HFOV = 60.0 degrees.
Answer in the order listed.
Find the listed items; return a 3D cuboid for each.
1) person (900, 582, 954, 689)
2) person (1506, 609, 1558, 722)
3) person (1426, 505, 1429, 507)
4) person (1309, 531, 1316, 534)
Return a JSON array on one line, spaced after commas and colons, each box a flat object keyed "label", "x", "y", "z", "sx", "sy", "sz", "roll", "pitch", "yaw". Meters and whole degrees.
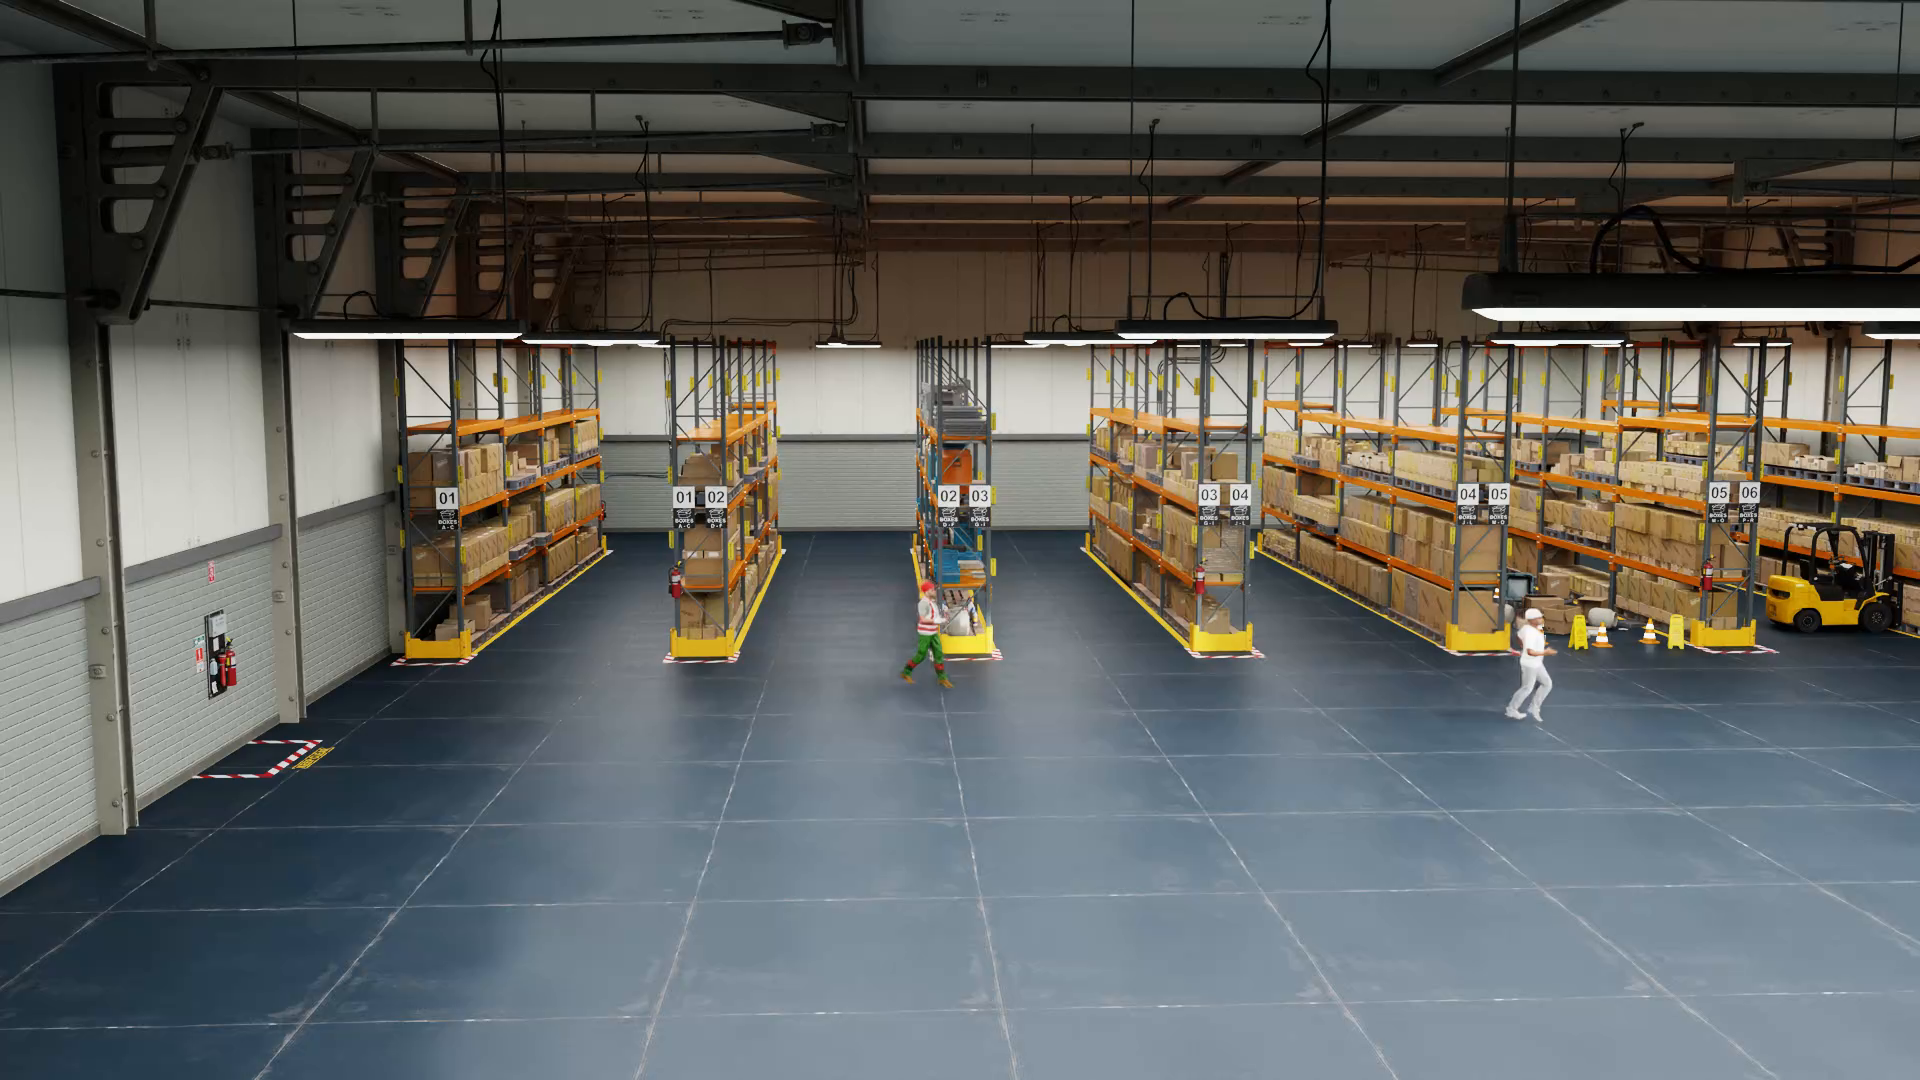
[{"label": "person", "x": -0.558, "y": 1.608, "z": 28.234, "sx": 0.943, "sy": 1.818, "sz": 0.671, "roll": 2, "pitch": 7, "yaw": 21}, {"label": "person", "x": 8.832, "y": 1.951, "z": 25.642, "sx": 0.738, "sy": 1.806, "sz": 0.671, "roll": 3, "pitch": 7, "yaw": 26}, {"label": "person", "x": 13.991, "y": -0.709, "z": 49.555, "sx": 0.884, "sy": 1.617, "sz": 0.695, "roll": 2, "pitch": 7, "yaw": 15}, {"label": "person", "x": 10.330, "y": -0.562, "z": 48.515, "sx": 0.622, "sy": 1.650, "sz": 0.519, "roll": -4, "pitch": 8, "yaw": -32}]
